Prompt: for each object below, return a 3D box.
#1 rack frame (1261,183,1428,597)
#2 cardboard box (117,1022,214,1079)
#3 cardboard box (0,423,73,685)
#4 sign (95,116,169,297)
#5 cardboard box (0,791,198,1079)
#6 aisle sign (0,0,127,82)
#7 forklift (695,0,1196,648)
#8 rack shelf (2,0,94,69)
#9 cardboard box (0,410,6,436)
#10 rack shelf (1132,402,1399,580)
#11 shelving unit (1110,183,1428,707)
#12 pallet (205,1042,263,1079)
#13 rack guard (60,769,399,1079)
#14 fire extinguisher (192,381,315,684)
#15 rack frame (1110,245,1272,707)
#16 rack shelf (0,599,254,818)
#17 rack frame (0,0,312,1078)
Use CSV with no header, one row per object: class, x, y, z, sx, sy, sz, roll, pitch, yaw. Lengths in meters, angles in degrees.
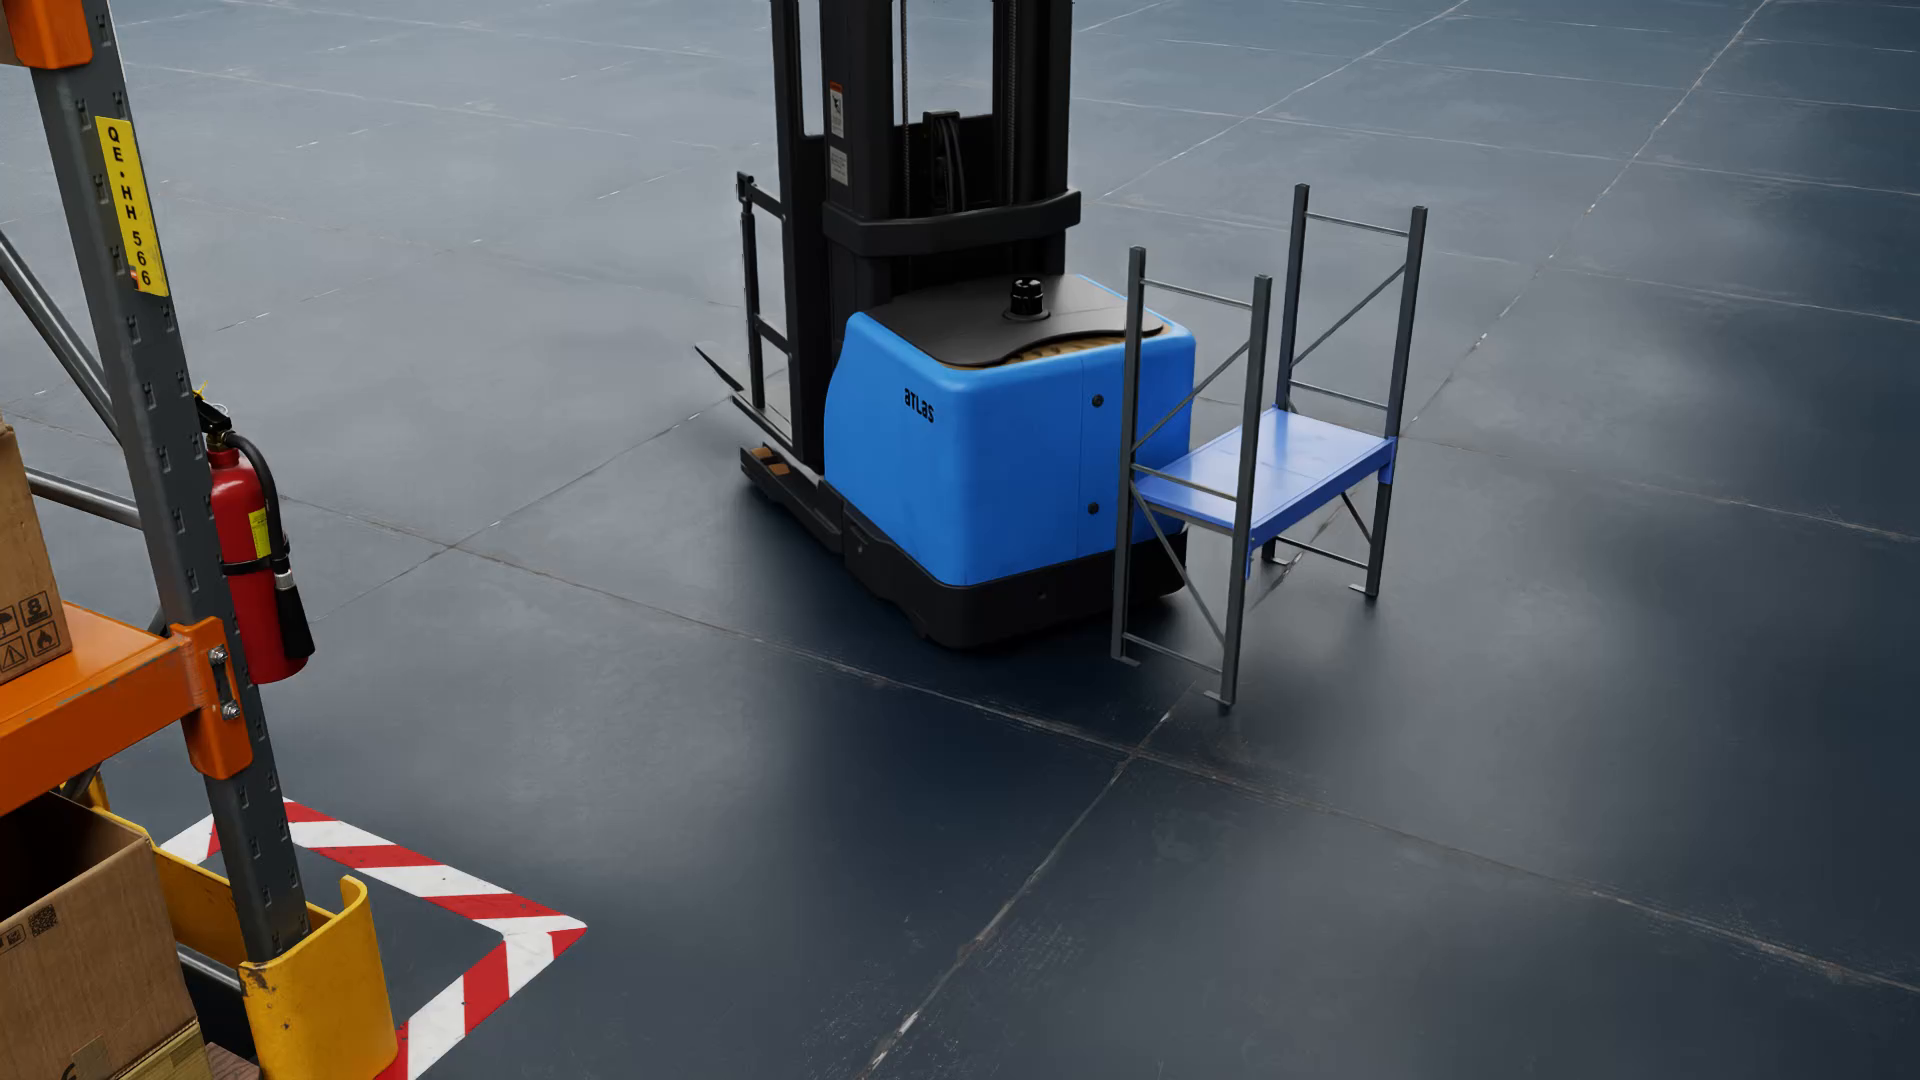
rack frame,1.395,-0.530,6.134,0.500,1.500,0.032,21,33,36
cardboard box,-1.998,1.203,3.598,0.500,0.250,0.500,14,30,26
cardboard box,-2.232,0.022,3.244,0.700,0.500,0.500,14,30,26
sign,-1.526,-0.612,3.063,0.100,0.325,0.005,14,30,26
cardboard box,-1.996,0.868,3.429,0.500,0.500,0.500,14,30,26
aisle sign,-1.704,-1.236,2.964,0.394,0.787,0.004,14,30,26
forklift,-0.294,-1.557,6.586,1.130,2.935,3.031,-14,30,-25
rack shelf,-2.976,-0.353,1.557,1.077,0.370,4.000,14,30,26
cardboard box,-2.014,-0.257,3.075,0.380,0.149,0.250,14,30,25
rack shelf,1.065,-0.196,5.869,0.538,0.185,1.000,21,33,36
shelving unit,1.065,-0.357,5.788,0.538,1.500,1.048,21,33,36
pallet,-2.331,1.441,3.635,1.003,0.211,1.213,14,30,26
rack guard,-1.980,0.996,4.202,1.175,0.500,0.348,14,30,26
fire extinguisher,-1.529,-0.022,3.529,0.296,0.674,0.183,14,30,26
rack frame,0.735,-0.184,5.442,0.500,1.500,0.032,21,33,36
rack shelf,-2.976,0.988,2.228,1.077,0.370,4.000,14,30,26
rack frame,-1.992,-0.113,3.624,1.000,3.000,0.127,14,30,26
